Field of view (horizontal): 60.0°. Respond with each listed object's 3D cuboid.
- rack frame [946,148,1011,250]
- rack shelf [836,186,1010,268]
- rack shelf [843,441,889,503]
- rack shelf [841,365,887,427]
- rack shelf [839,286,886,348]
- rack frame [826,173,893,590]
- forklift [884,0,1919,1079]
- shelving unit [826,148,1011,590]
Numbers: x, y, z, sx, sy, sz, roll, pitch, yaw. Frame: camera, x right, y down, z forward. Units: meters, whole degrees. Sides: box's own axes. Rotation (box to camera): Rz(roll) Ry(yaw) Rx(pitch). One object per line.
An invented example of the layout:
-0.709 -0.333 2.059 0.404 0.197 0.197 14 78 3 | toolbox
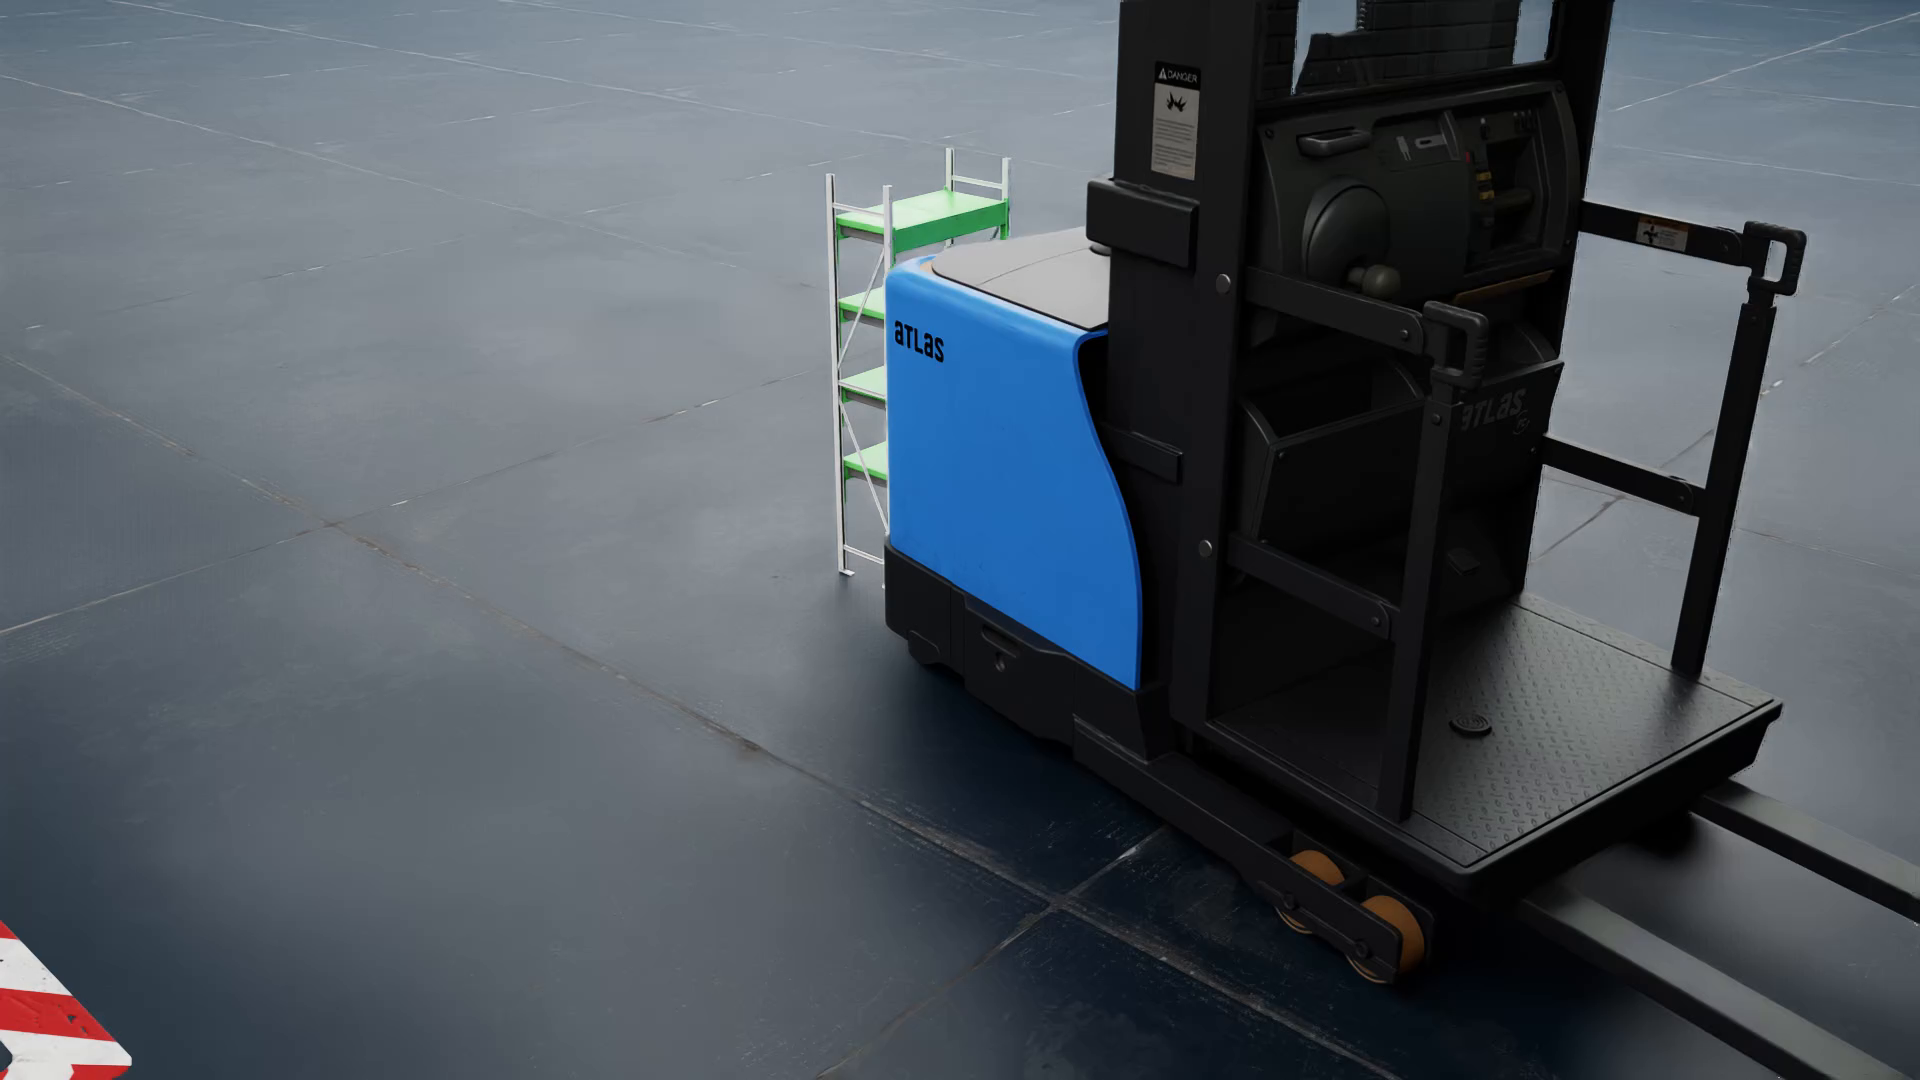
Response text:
0.052 -0.571 5.058 0.240 1.200 0.015 20 31 38 | rack frame
-0.110 -0.877 4.722 0.258 0.148 0.480 20 31 38 | rack shelf
-0.110 -0.220 5.016 0.258 0.148 0.480 20 31 38 | rack shelf
-0.110 -0.439 4.918 0.258 0.148 0.480 20 31 38 | rack shelf
-0.110 -0.658 4.820 0.258 0.148 0.480 20 31 38 | rack shelf
-0.273 -0.423 4.726 0.240 1.200 0.015 20 31 38 | rack frame
1.072 -0.688 3.203 1.130 2.935 3.031 -17 29 -33 | forklift
-0.110 -0.497 4.892 0.258 1.200 0.503 20 31 38 | shelving unit
